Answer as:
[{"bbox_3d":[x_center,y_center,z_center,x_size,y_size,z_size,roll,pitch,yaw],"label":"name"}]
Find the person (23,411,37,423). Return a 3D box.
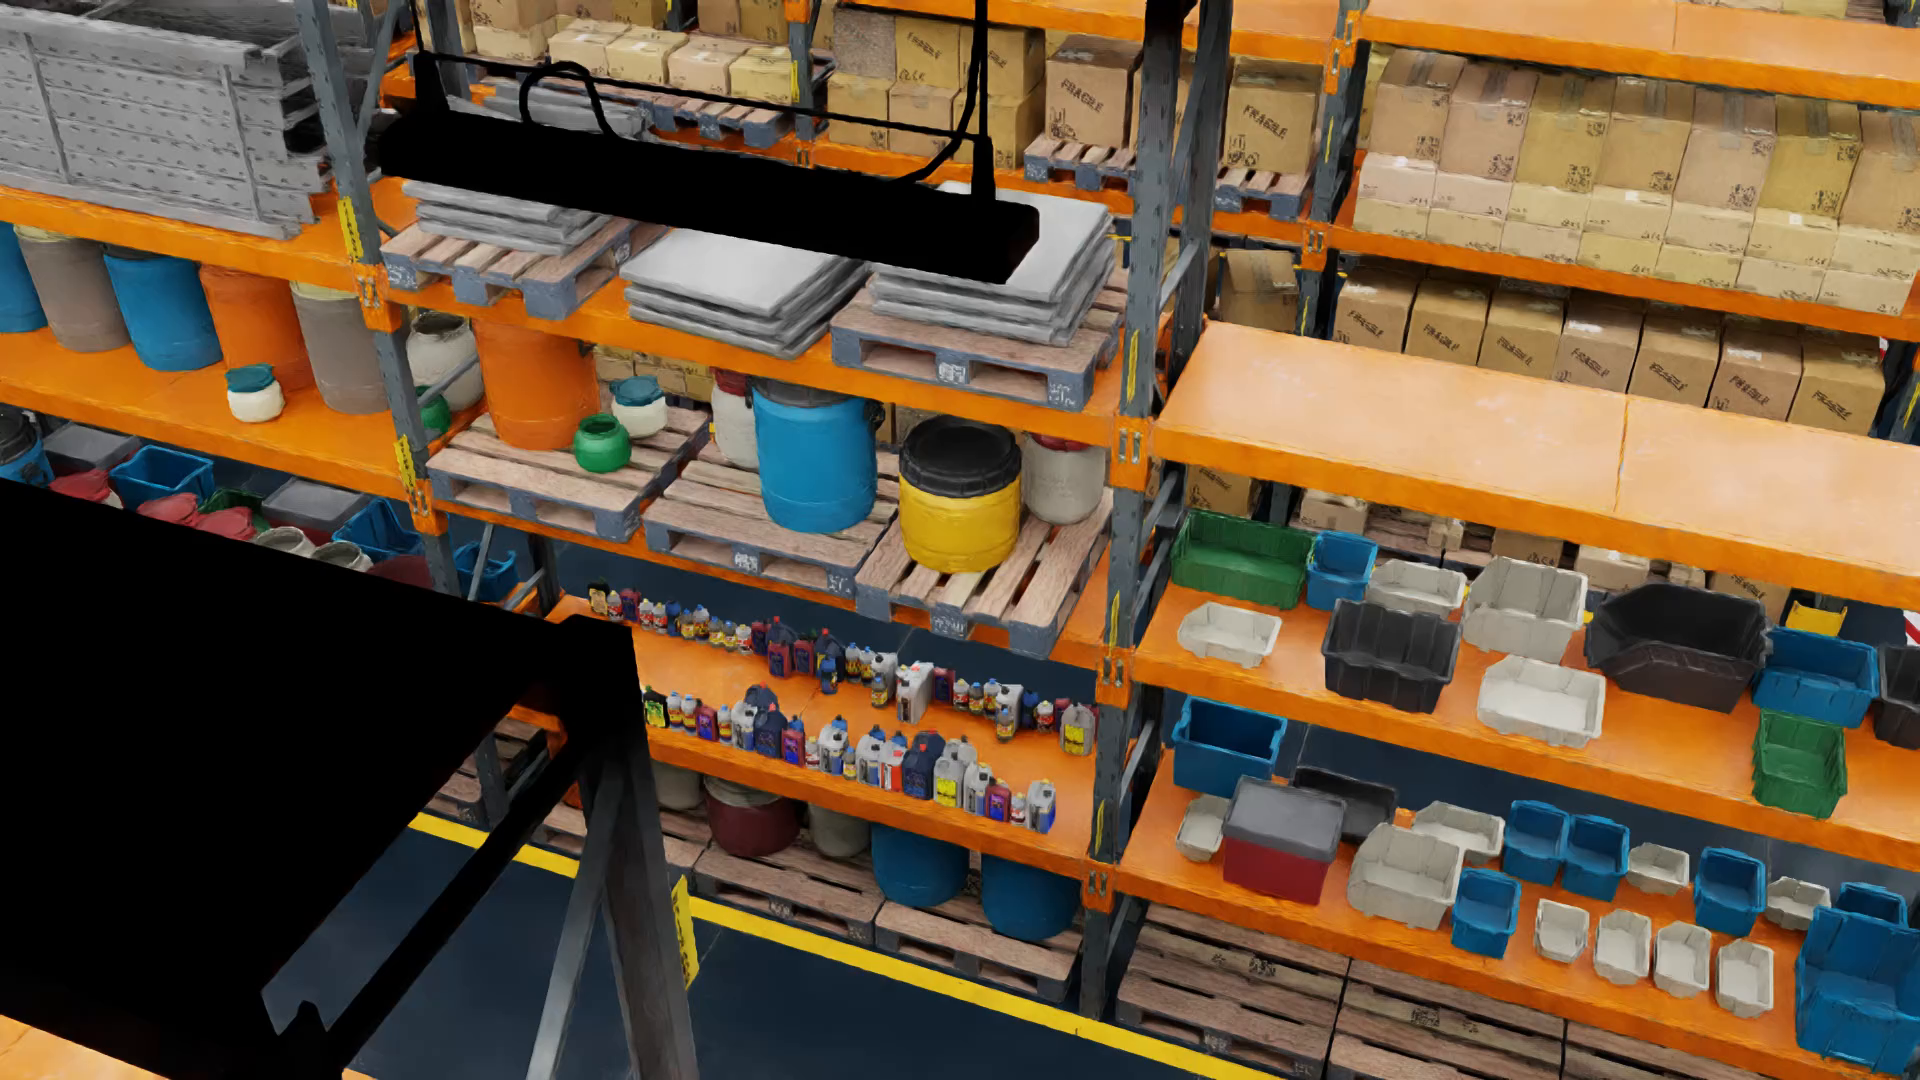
[{"bbox_3d":[-8.365,-1.884,14.483,0.950,1.746,0.589,24,43,29],"label":"person"}]

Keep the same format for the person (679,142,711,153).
[{"bbox_3d":[-2.874,-4.312,17.930,0.782,1.514,0.562,2,37,3],"label":"person"}]
